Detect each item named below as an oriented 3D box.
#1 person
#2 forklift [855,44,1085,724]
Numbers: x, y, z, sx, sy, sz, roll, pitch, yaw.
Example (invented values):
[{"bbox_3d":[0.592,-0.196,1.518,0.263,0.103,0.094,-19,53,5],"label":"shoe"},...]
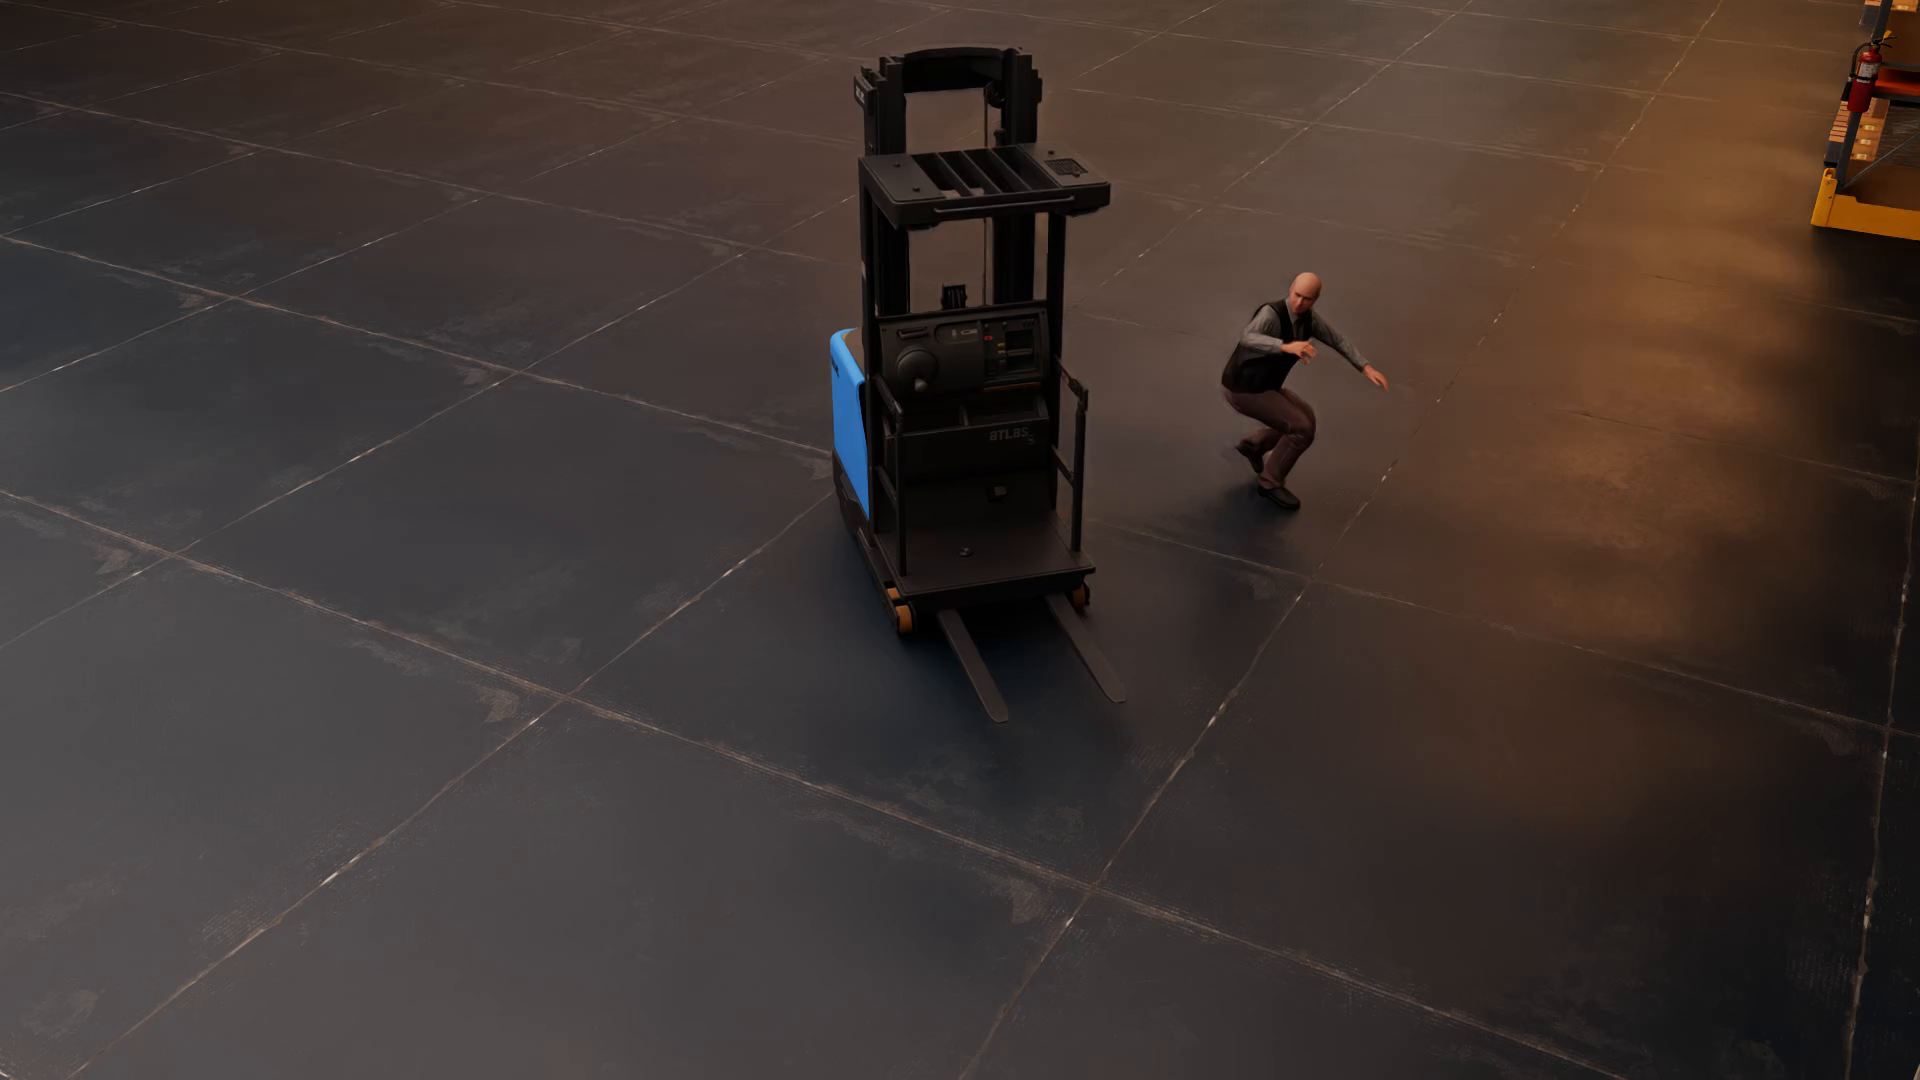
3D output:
[{"bbox_3d":[2.919,-1.412,10.729,0.525,1.725,0.373,-19,35,-29],"label":"person"},{"bbox_3d":[0.037,-0.954,8.724,1.130,2.935,3.031,-1,30,-1],"label":"forklift"}]
